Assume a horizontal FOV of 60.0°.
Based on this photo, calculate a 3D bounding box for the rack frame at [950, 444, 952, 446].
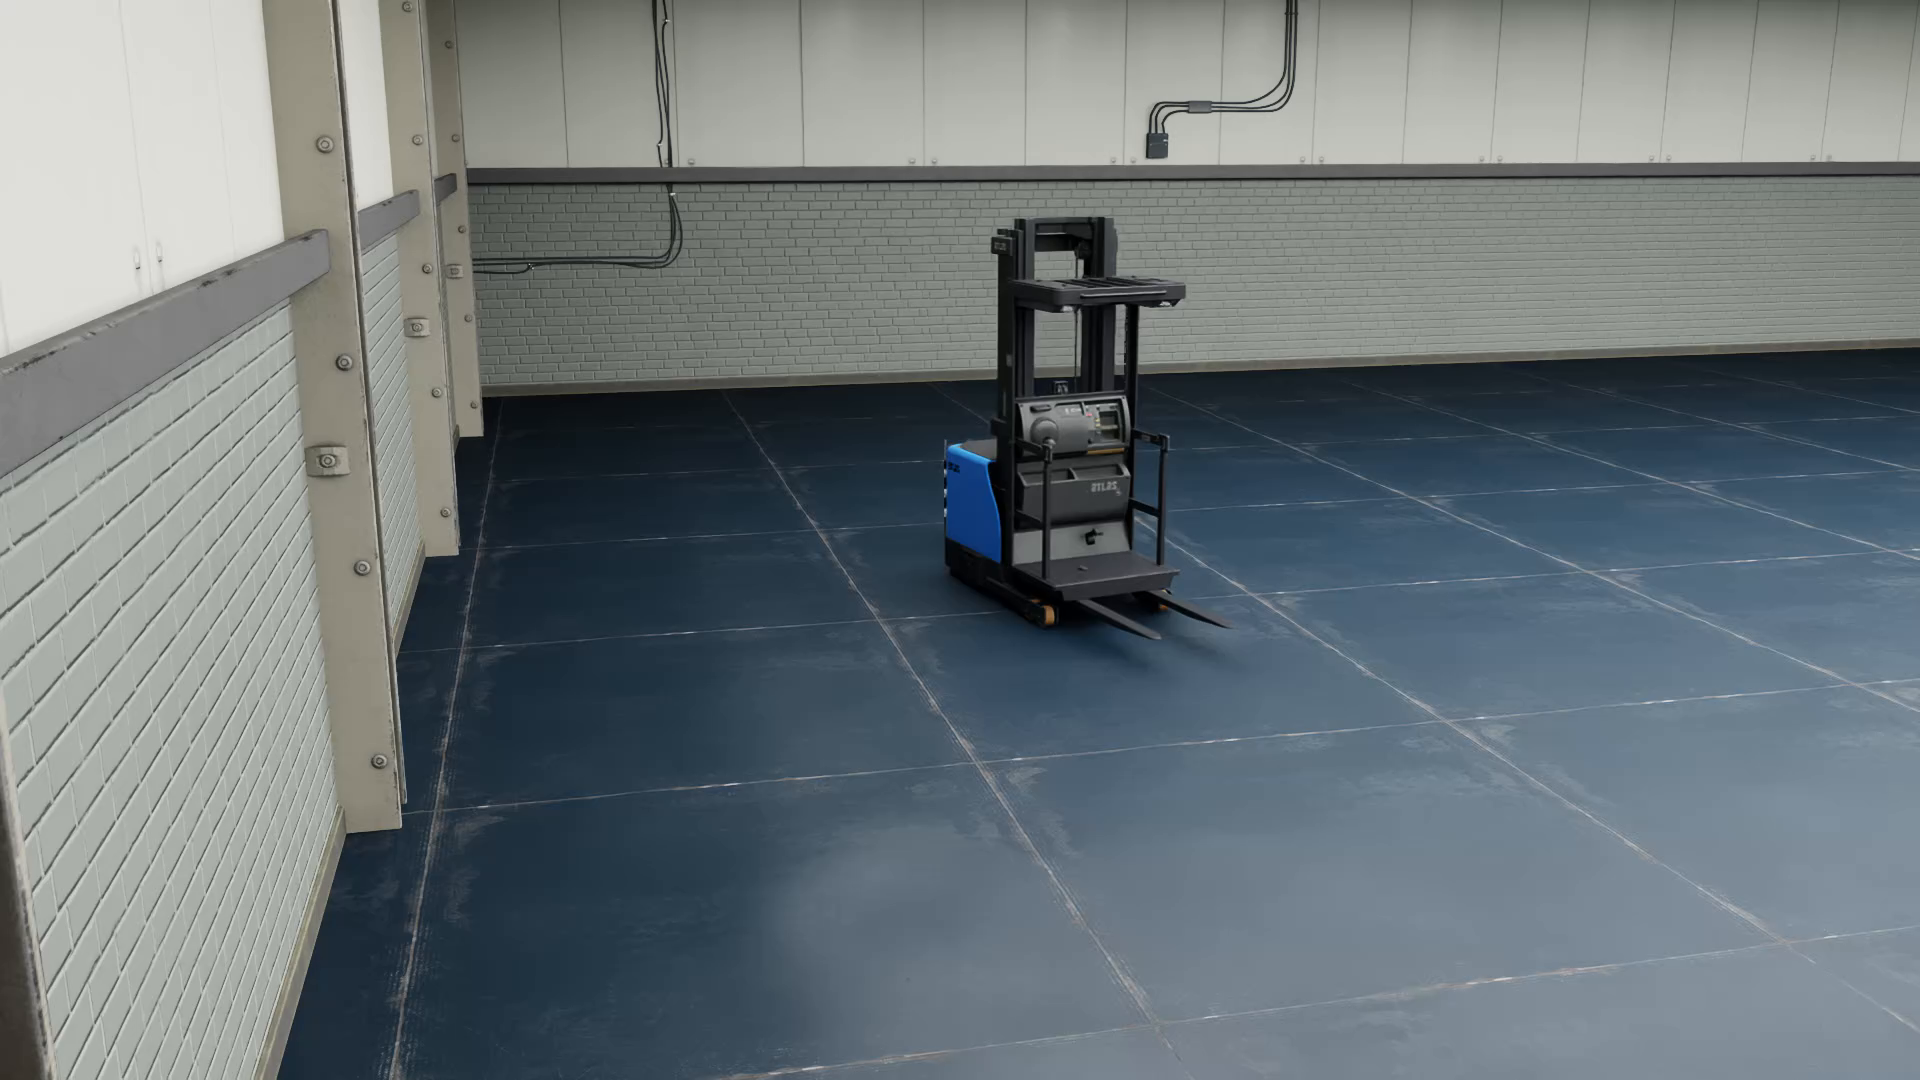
[{"bbox_3d":[0.026,-0.412,14.717,0.240,0.900,0.006,-3,14,-13],"label":"rack frame"}]

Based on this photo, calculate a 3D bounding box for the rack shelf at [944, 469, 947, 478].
[{"bbox_3d":[0.002,-0.578,14.778,0.258,0.077,0.200,-3,14,-13],"label":"rack shelf"}]

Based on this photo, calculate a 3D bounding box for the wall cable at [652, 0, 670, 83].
[{"bbox_3d":[-2.727,-7.512,22.616,3.097,2.526,0.112,-3,14,-13],"label":"wall cable"}]

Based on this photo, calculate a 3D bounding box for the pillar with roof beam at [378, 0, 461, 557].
[{"bbox_3d":[-0.356,-4.519,14.463,9.100,9.000,0.400,-3,14,-13],"label":"pillar with roof beam"}]

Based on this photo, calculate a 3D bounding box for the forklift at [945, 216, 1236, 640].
[{"bbox_3d":[0.963,-0.896,12.420,1.130,2.935,3.031,-6,15,-25],"label":"forklift"}]

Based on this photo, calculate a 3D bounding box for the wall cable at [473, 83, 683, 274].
[{"bbox_3d":[-5.356,-4.908,22.598,3.097,2.526,0.112,-3,14,-13],"label":"wall cable"}]

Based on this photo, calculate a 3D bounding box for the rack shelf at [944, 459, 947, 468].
[{"bbox_3d":[0.002,-0.665,14.756,0.258,0.077,0.200,-3,14,-13],"label":"rack shelf"}]

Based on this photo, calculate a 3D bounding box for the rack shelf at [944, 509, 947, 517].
[{"bbox_3d":[0.002,-0.228,14.863,0.258,0.077,0.200,-3,14,-13],"label":"rack shelf"}]

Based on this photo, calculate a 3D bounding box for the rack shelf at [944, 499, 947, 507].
[{"bbox_3d":[0.002,-0.315,14.842,0.258,0.077,0.200,-3,14,-13],"label":"rack shelf"}]

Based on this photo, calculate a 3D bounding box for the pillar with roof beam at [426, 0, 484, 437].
[{"bbox_3d":[-1.765,-5.903,20.129,9.100,9.000,0.400,-3,14,-13],"label":"pillar with roof beam"}]

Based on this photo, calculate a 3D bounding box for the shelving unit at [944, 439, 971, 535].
[{"bbox_3d":[0.002,-0.435,14.813,0.258,0.900,0.210,-3,14,-13],"label":"shelving unit"}]

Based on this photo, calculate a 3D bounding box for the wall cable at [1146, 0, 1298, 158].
[{"bbox_3d":[3.875,-8.594,23.977,2.305,6.003,0.169,-3,14,-13],"label":"wall cable"}]

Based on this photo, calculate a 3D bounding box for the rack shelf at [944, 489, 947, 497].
[{"bbox_3d":[0.002,-0.403,14.820,0.258,0.077,0.200,-3,14,-13],"label":"rack shelf"}]

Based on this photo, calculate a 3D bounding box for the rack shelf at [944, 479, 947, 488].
[{"bbox_3d":[0.002,-0.490,14.799,0.258,0.077,0.200,-3,14,-13],"label":"rack shelf"}]

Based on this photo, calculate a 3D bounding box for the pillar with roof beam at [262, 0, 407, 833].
[{"bbox_3d":[1.053,-3.135,8.798,9.100,9.000,0.400,-3,14,-13],"label":"pillar with roof beam"}]

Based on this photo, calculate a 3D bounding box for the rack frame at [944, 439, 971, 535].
[{"bbox_3d":[-0.022,-0.459,14.909,0.240,0.900,0.006,-3,14,-13],"label":"rack frame"}]
